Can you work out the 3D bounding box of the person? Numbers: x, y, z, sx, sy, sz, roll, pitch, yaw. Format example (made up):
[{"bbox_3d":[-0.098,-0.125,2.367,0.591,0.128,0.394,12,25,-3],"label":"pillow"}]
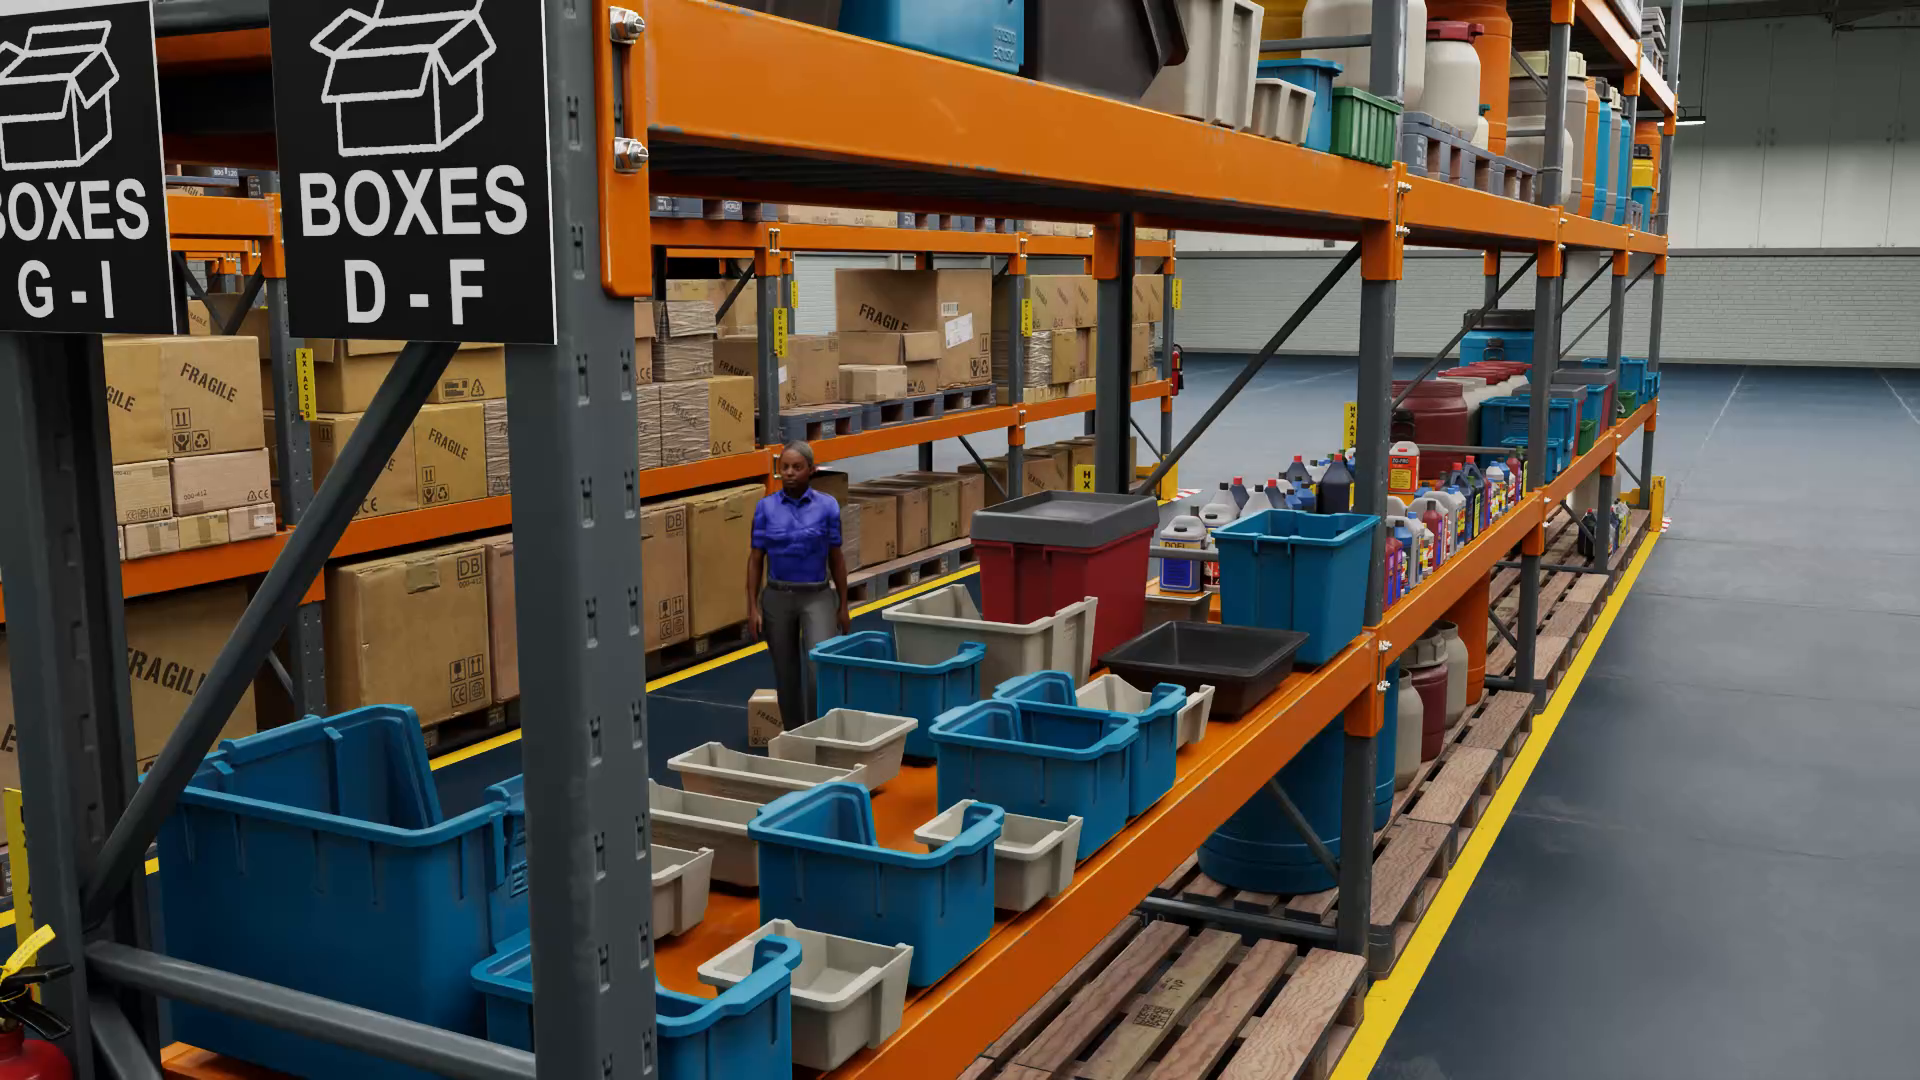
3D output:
[{"bbox_3d":[-0.790,0.370,8.102,0.488,1.705,0.509,0,9,2],"label":"person"}]
